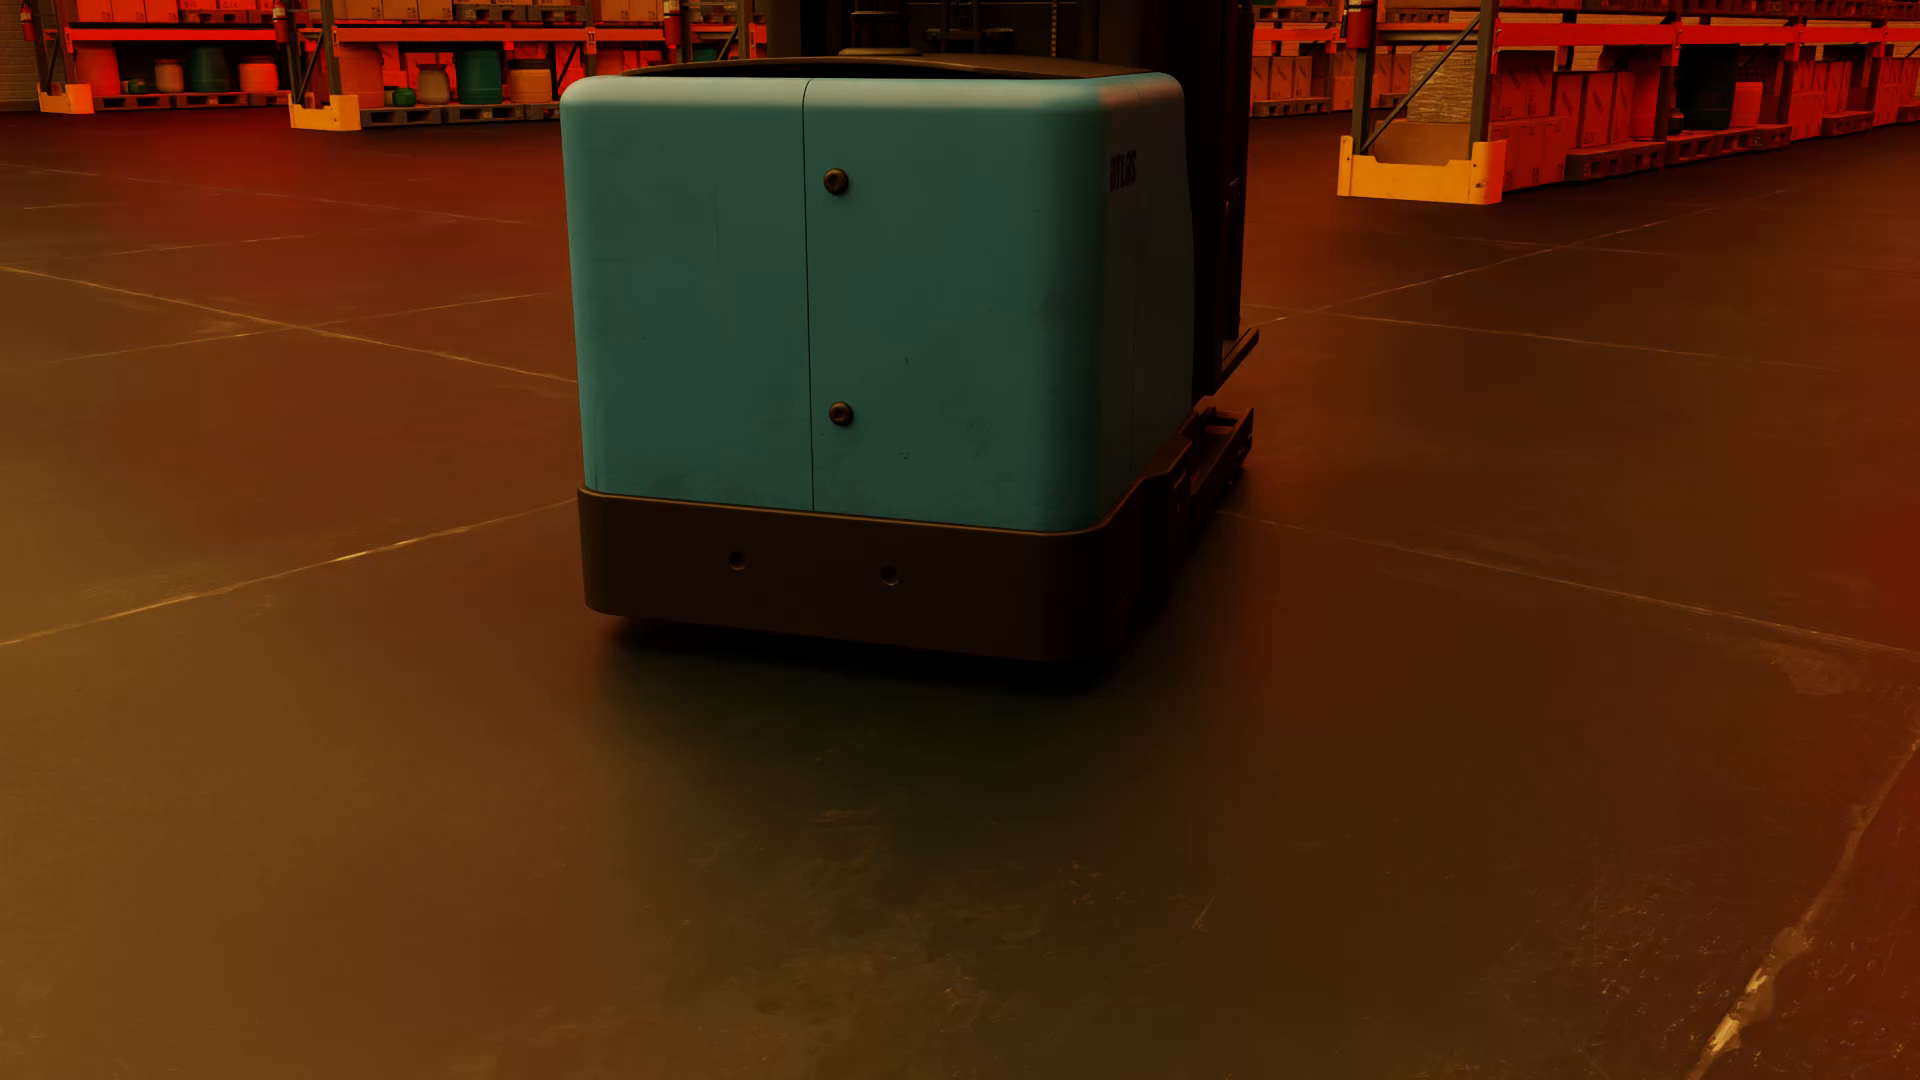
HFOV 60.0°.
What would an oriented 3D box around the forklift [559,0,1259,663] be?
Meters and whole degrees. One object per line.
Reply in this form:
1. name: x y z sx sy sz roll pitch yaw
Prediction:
1. forklift: 0.182 -1.571 4.072 1.130 2.935 3.031 5 18 17
